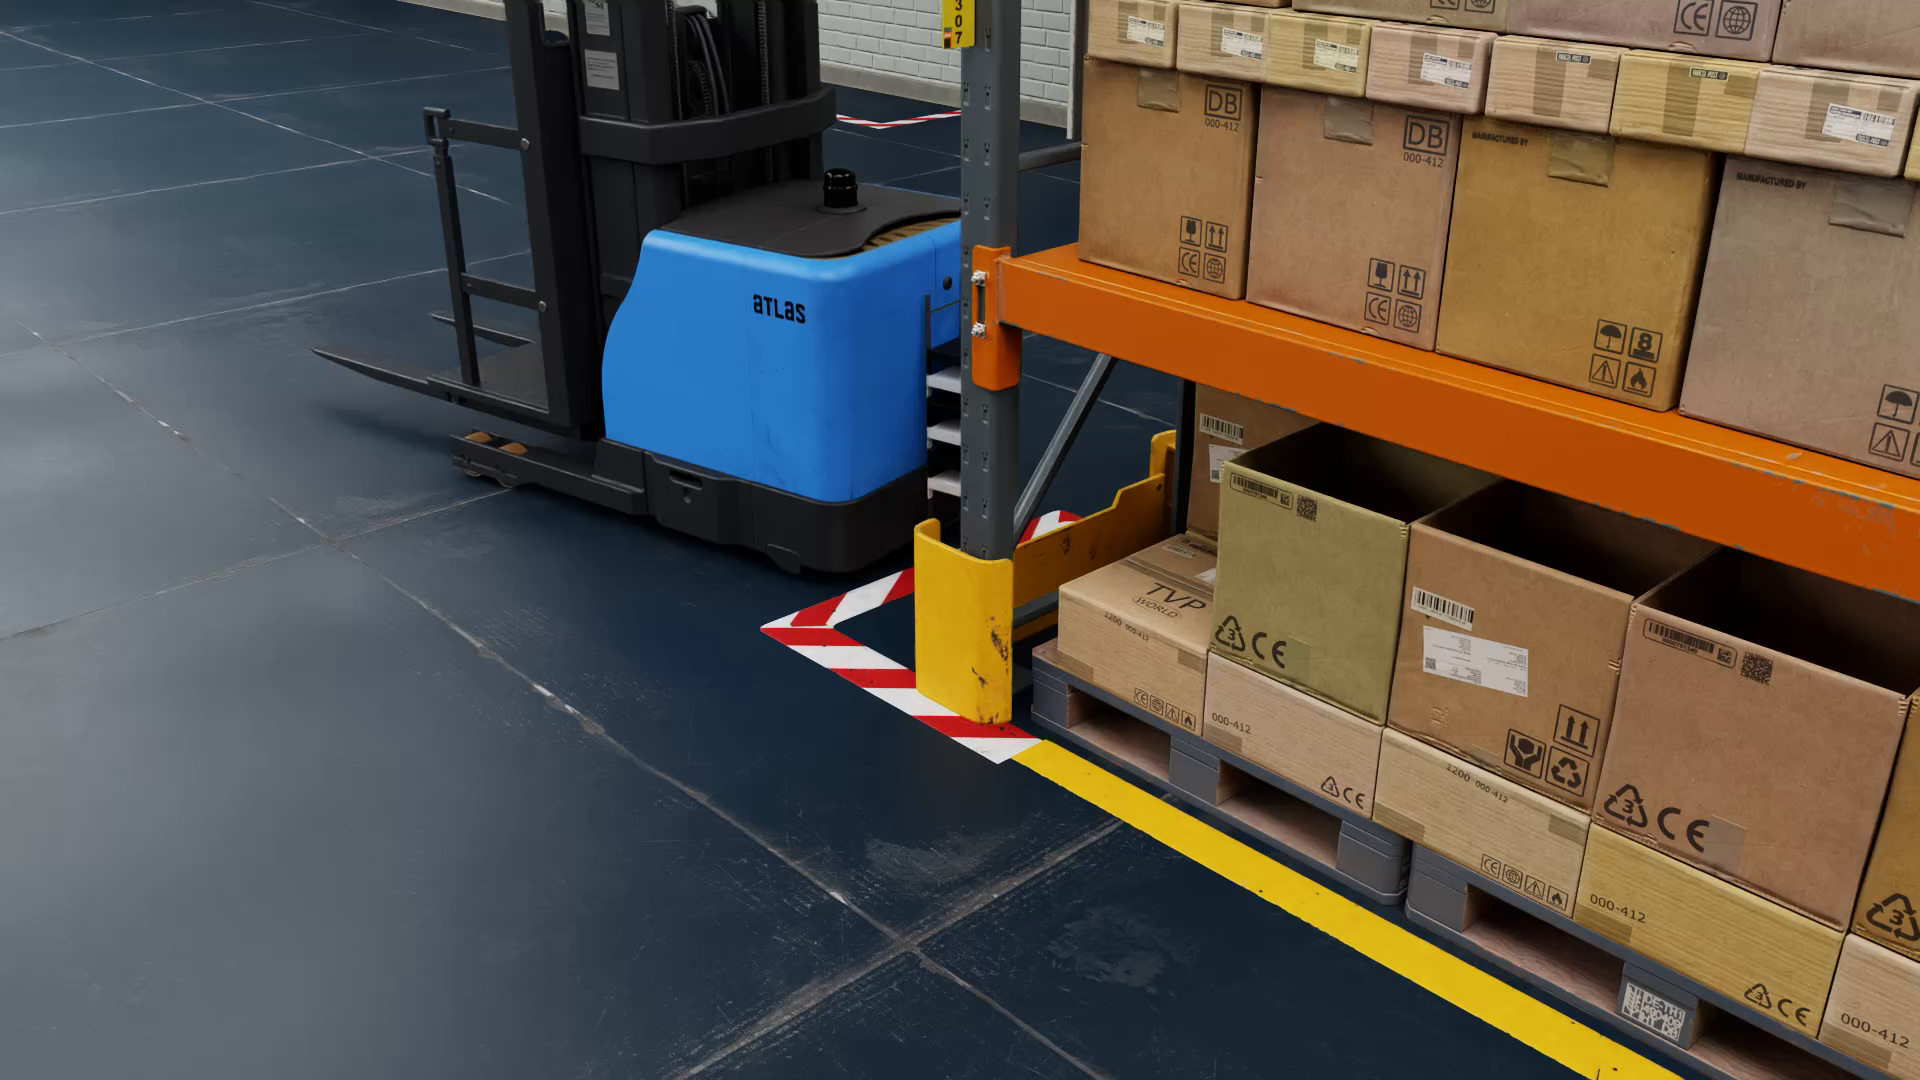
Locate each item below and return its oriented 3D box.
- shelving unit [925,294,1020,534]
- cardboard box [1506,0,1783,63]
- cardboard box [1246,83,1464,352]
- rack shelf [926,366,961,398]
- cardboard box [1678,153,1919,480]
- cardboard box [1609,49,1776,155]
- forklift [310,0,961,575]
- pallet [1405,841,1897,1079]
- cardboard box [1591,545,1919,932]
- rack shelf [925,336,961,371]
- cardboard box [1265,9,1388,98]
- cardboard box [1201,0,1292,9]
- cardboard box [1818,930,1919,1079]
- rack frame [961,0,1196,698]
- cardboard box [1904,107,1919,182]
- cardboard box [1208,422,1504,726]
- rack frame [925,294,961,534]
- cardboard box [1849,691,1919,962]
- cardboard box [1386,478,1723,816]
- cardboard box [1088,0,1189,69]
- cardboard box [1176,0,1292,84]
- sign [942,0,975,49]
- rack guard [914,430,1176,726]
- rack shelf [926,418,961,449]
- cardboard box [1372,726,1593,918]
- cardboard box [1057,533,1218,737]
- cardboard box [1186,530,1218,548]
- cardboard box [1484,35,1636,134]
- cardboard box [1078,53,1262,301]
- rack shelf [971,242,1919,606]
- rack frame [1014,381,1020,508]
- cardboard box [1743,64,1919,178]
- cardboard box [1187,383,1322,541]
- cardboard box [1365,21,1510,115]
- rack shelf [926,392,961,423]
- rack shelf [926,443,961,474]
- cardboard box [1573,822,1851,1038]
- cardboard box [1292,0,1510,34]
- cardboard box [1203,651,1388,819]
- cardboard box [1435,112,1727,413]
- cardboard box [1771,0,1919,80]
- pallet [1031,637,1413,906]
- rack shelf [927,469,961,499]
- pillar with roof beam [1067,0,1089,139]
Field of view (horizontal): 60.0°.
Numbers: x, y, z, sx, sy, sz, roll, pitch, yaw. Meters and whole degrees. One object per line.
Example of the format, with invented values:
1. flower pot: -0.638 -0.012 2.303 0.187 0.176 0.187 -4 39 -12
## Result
1. shelving unit: 0.044 -0.385 5.509 0.210 0.900 0.258 17 29 32
2. cardboard box: 1.460 -1.212 3.110 0.700 0.500 0.500 -21 32 -38
3. cardboard box: 1.078 -0.791 3.749 0.700 0.500 0.500 -20 31 -37
4. rack shelf: 0.044 -0.518 5.448 0.200 0.077 0.258 17 29 32
5. cardboard box: 1.776 -0.480 3.068 0.700 0.500 0.500 -20 31 -37
6. cardboard box: 1.399 -0.819 3.029 0.380 0.149 0.250 -22 32 -39
7. forklift: -1.302 -1.686 5.914 3.031 2.935 1.130 16 29 32
8. pallet: 1.789 0.810 3.720 1.003 0.211 1.213 -21 32 -38
9. cardboard box: 1.633 0.351 3.269 0.500 0.500 0.500 -21 32 -38
10. rack shelf: 0.044 -0.600 5.411 0.200 0.077 0.258 17 29 32
11. cardboard box: 0.869 -1.054 3.543 0.380 0.149 0.250 -21 32 -38
12. cardboard box: 0.752 -1.523 3.790 0.700 0.500 0.500 -21 32 -38
13. cardboard box: 1.976 0.844 3.094 0.500 0.250 0.500 -21 32 -38
14. rack frame: 0.406 -1.048 4.433 1.000 3.000 0.127 -21 32 -38
15. cardboard box: 1.747 -0.663 2.688 0.380 0.149 0.250 -20 31 -37
16. cardboard box: 0.953 0.047 3.936 0.500 0.500 0.500 -21 32 -38
17. rack frame: -0.038 -0.409 5.563 0.006 0.900 0.240 17 29 32
18. cardboard box: 1.986 0.499 2.946 0.500 0.500 0.500 -21 32 -38
19. cardboard box: 1.304 0.195 3.612 0.500 0.500 0.500 -21 32 -38
20. cardboard box: 0.517 -1.209 3.883 0.380 0.149 0.250 -22 32 -39
21. cardboard box: 0.699 -1.129 3.710 0.380 0.149 0.250 -22 33 -40
22. sign: -0.003 -1.322 3.896 0.100 0.325 0.005 -21 32 -38
23. rack guard: 0.390 0.082 4.968 1.175 0.500 0.348 -21 32 -38
24. rack shelf: 0.044 -0.354 5.523 0.200 0.077 0.258 17 29 32
25. cardboard box: 1.296 0.539 3.760 0.500 0.250 0.500 -21 32 -38
26. cardboard box: 0.610 0.237 4.422 0.500 0.250 0.500 -21 32 -38
27. cardboard box: 0.988 0.091 4.744 0.500 0.250 0.500 -21 32 -38
28. cardboard box: 1.224 -0.896 3.199 0.250 0.149 0.380 23 33 40
29. cardboard box: 0.716 -0.948 4.095 0.700 0.500 0.500 -21 32 -38
30. rack shelf: 1.773 -0.115 3.254 1.077 0.370 4.000 -21 32 -38
31. rack frame: 0.127 -0.360 5.455 0.006 0.900 0.240 17 29 32
32. cardboard box: 1.567 -0.743 2.862 0.380 0.149 0.250 -21 32 -38
33. cardboard box: 0.990 -0.251 4.590 0.500 0.500 0.500 -21 32 -38
34. cardboard box: 1.040 -0.976 3.374 0.380 0.149 0.250 -22 32 -39
35. rack shelf: 0.044 -0.436 5.485 0.200 0.077 0.258 17 29 32
36. rack shelf: 0.044 -0.273 5.560 0.200 0.077 0.258 17 29 32
37. cardboard box: 1.634 0.692 3.425 0.500 0.250 0.500 -21 32 -38
38. cardboard box: 1.115 -1.365 3.444 0.700 0.500 0.500 -22 33 -40
39. cardboard box: 0.955 0.388 4.093 0.500 0.250 0.500 -21 32 -38
40. cardboard box: 1.413 -0.639 3.415 0.700 0.500 0.500 -21 32 -38
41. cardboard box: 1.803 -1.061 2.777 0.700 0.500 0.500 -21 32 -38
42. pallet: 0.959 0.440 4.530 1.003 0.211 1.213 -21 32 -38
43. rack shelf: 0.044 -0.191 5.597 0.200 0.077 0.258 17 29 32
44. pillar with roof beam: -2.114 -5.814 7.652 9.100 9.000 0.400 -21 32 -38
